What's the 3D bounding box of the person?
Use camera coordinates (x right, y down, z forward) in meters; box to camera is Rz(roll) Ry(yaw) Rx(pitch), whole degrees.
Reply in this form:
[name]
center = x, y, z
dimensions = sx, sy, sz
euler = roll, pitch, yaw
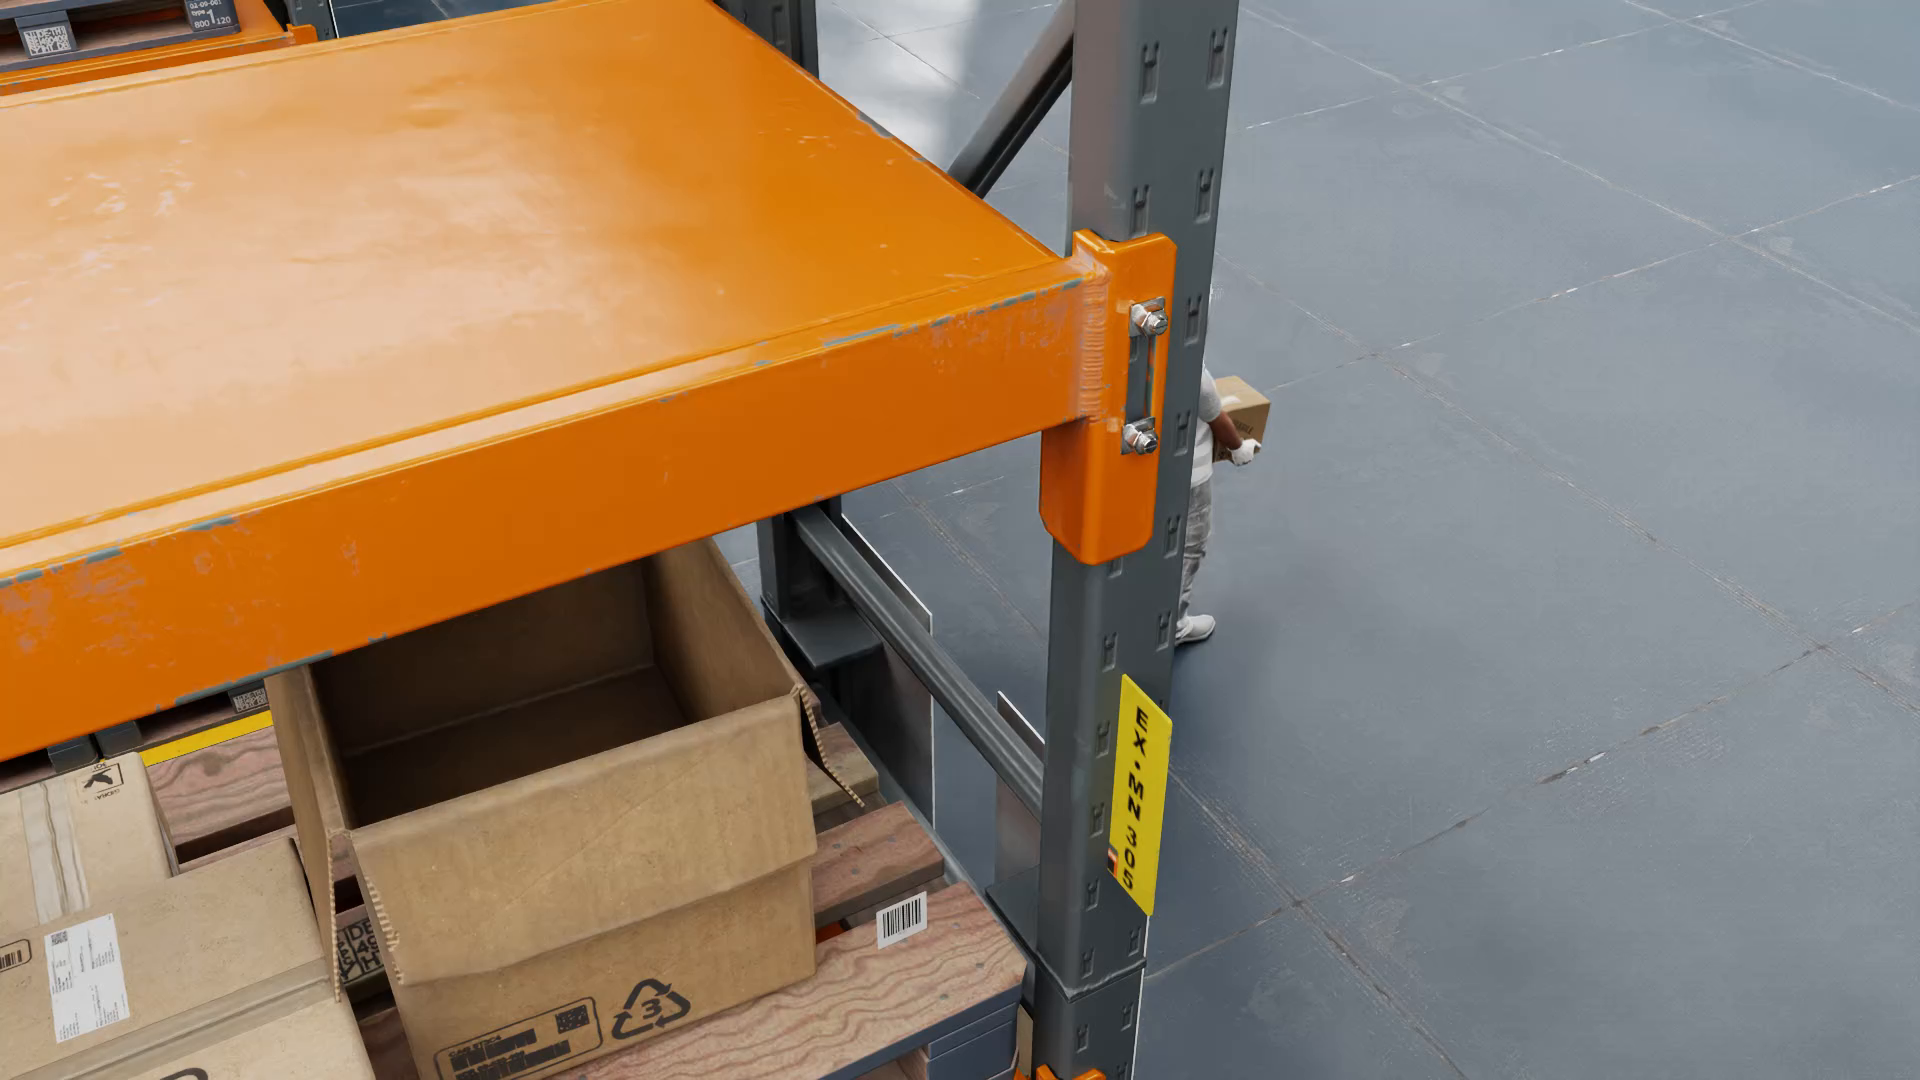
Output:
[person]
center = 0.961, -0.348, 7.105
dimensions = 0.569, 1.779, 0.488
euler = -18, 40, -23
